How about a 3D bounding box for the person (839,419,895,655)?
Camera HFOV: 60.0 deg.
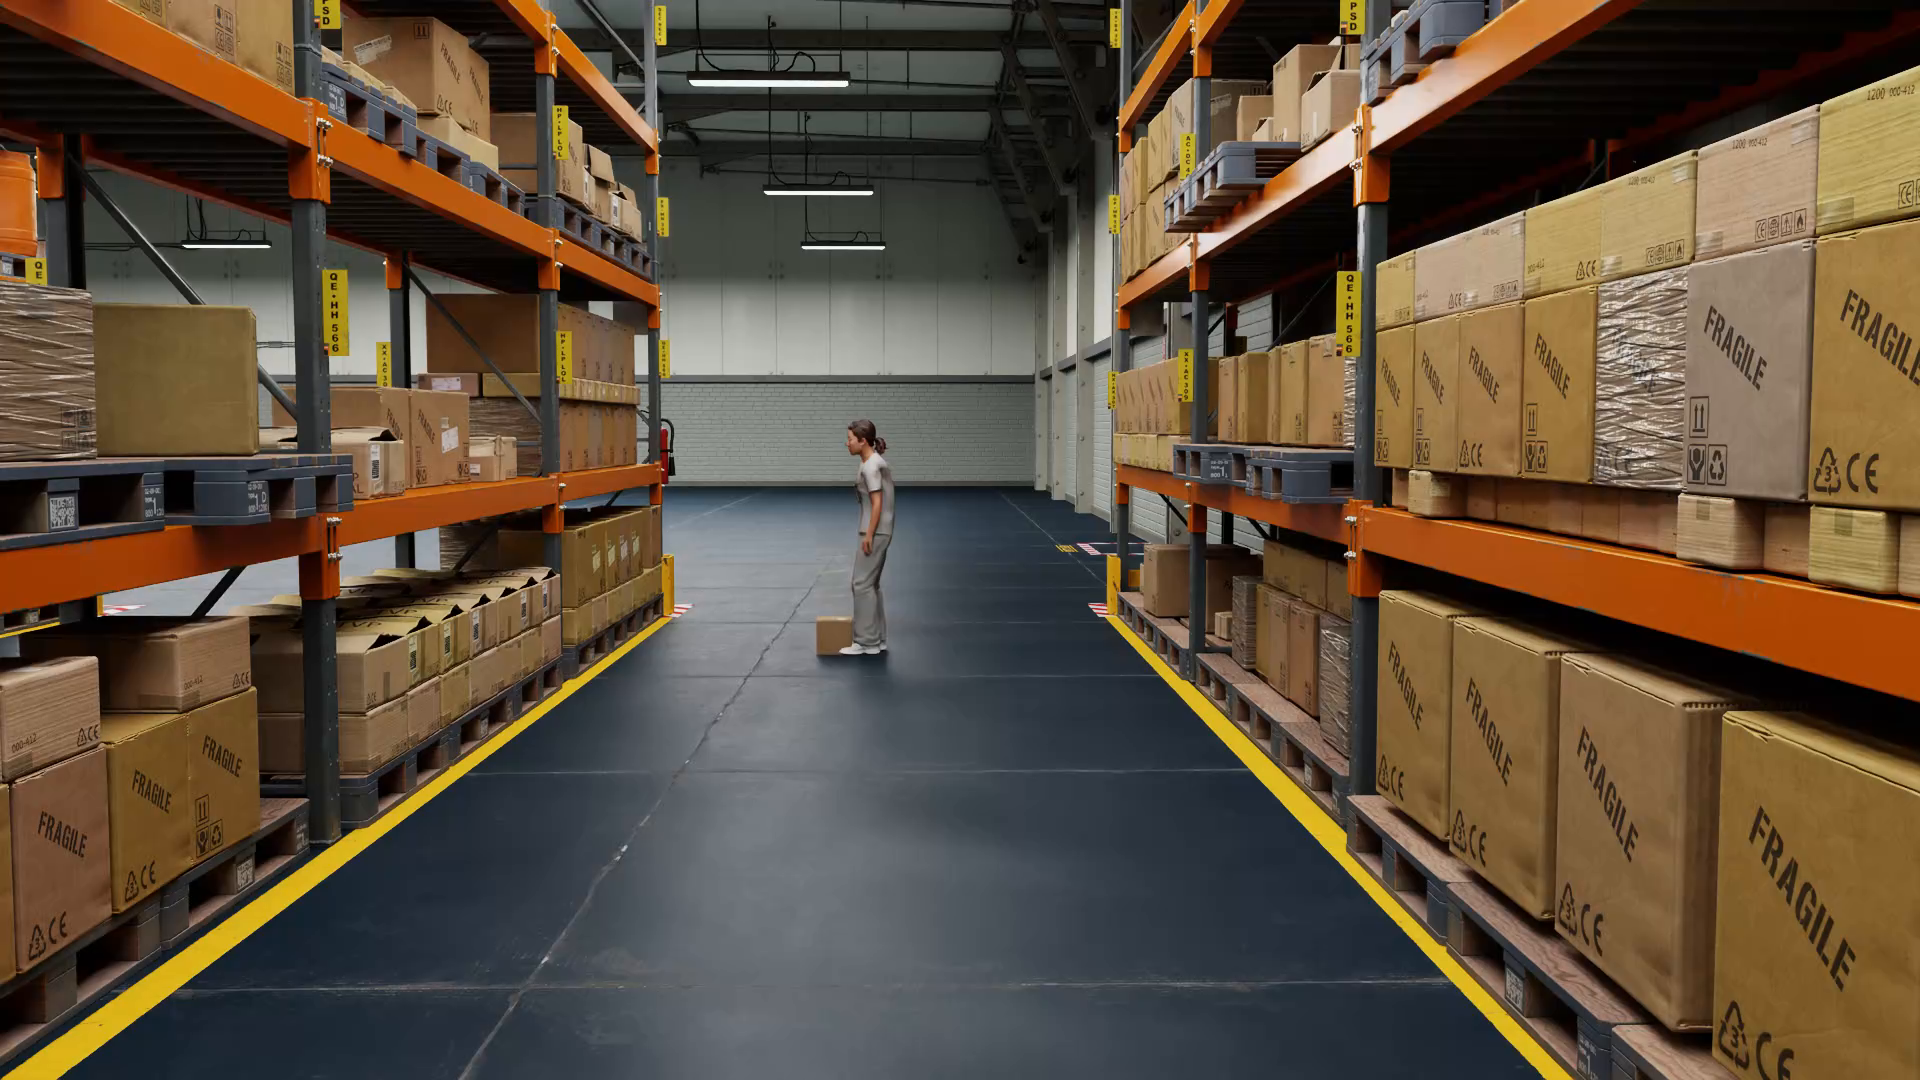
[{"bbox_3d":[-0.674,-0.026,11.855,0.416,1.671,0.502,0,4,-4],"label":"person"}]
